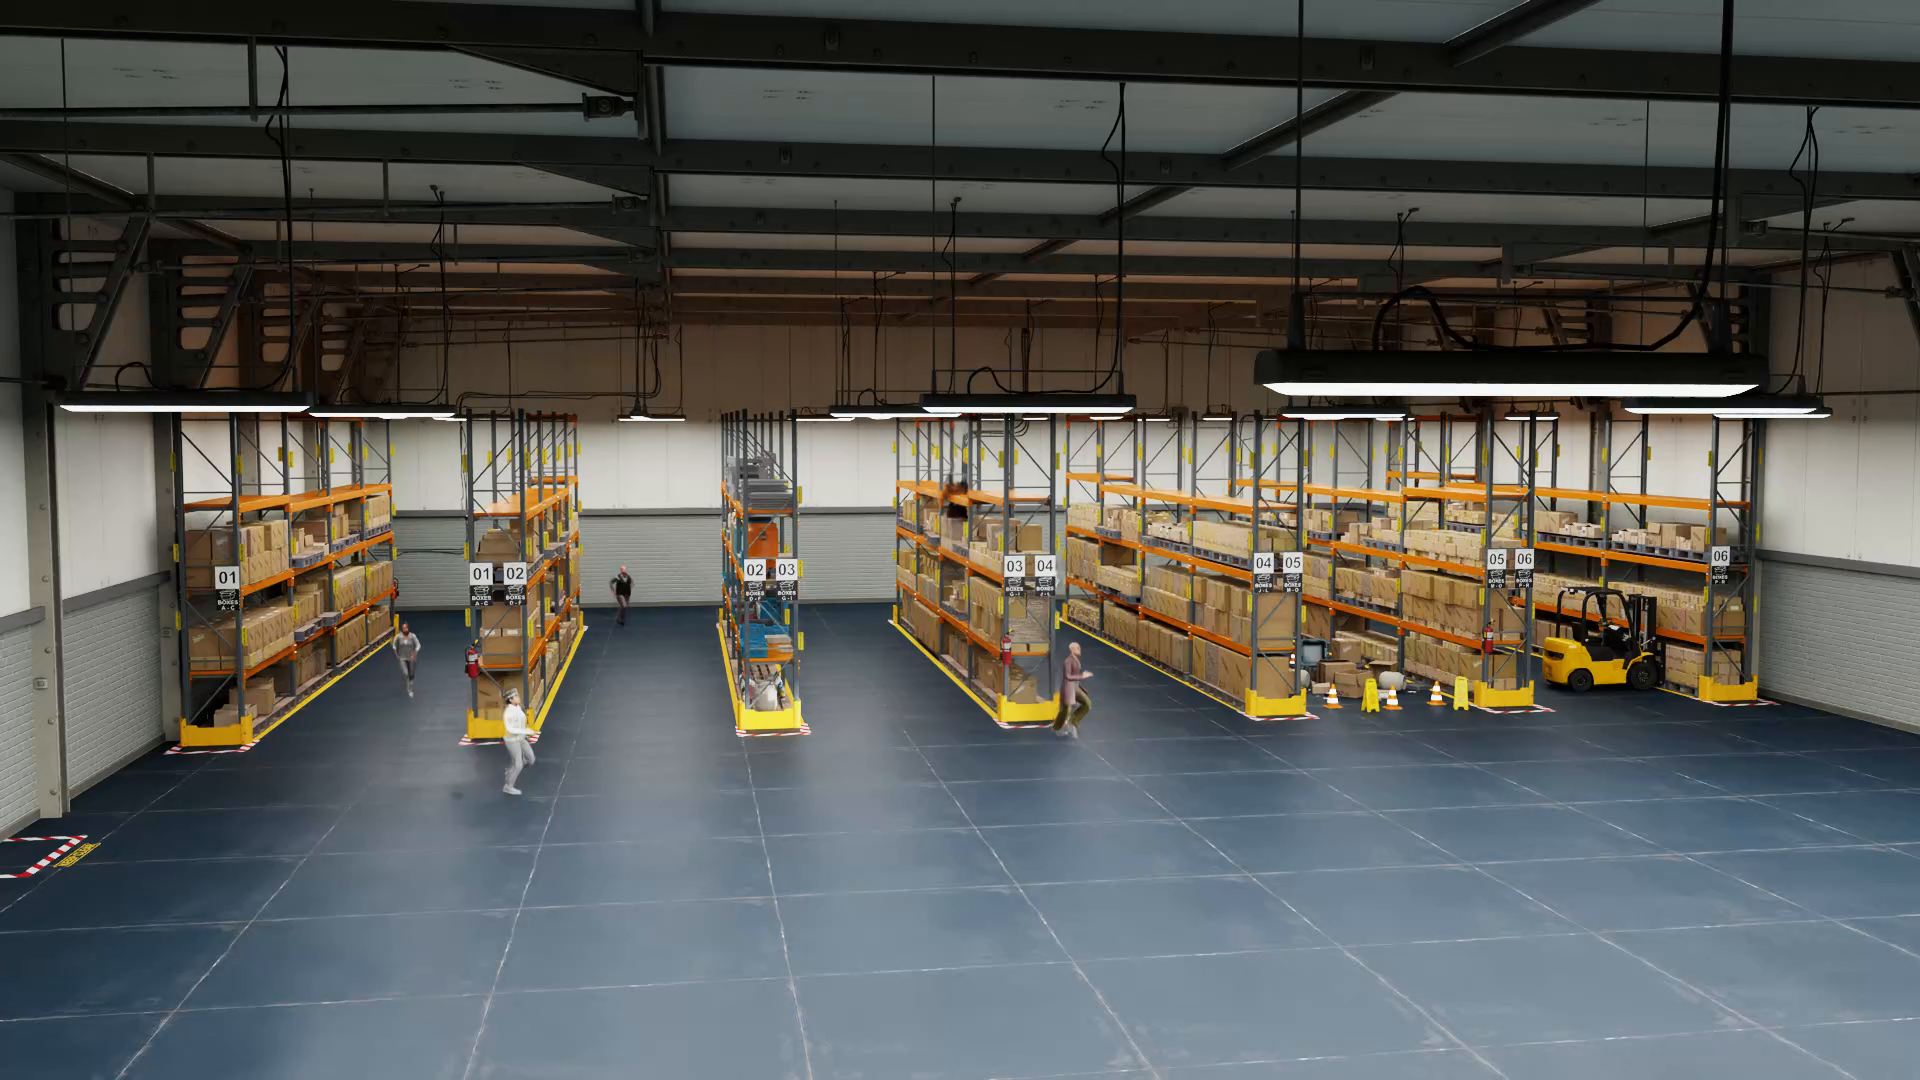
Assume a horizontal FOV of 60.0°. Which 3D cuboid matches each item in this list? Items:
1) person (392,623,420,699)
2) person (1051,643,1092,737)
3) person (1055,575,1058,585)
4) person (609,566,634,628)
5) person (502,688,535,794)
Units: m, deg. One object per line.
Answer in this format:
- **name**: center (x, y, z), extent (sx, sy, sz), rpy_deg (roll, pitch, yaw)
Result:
- **person**: center (-11.645, 2.517, 34.981), extent (0.559, 1.572, 0.695), rpy_deg (-1, 4, -18)
- **person**: center (2.036, 2.724, 30.245), extent (0.866, 1.747, 0.755), rpy_deg (2, 5, 29)
- **person**: center (2.516, 1.457, 49.112), extent (0.671, 1.659, 0.925), rpy_deg (3, 5, 39)
- **person**: center (-9.521, 1.610, 46.984), extent (0.661, 1.771, 0.770), rpy_deg (-3, 5, -41)
- **person**: center (-6.835, 3.108, 25.772), extent (0.562, 1.665, 0.623), rpy_deg (0, 4, 7)
